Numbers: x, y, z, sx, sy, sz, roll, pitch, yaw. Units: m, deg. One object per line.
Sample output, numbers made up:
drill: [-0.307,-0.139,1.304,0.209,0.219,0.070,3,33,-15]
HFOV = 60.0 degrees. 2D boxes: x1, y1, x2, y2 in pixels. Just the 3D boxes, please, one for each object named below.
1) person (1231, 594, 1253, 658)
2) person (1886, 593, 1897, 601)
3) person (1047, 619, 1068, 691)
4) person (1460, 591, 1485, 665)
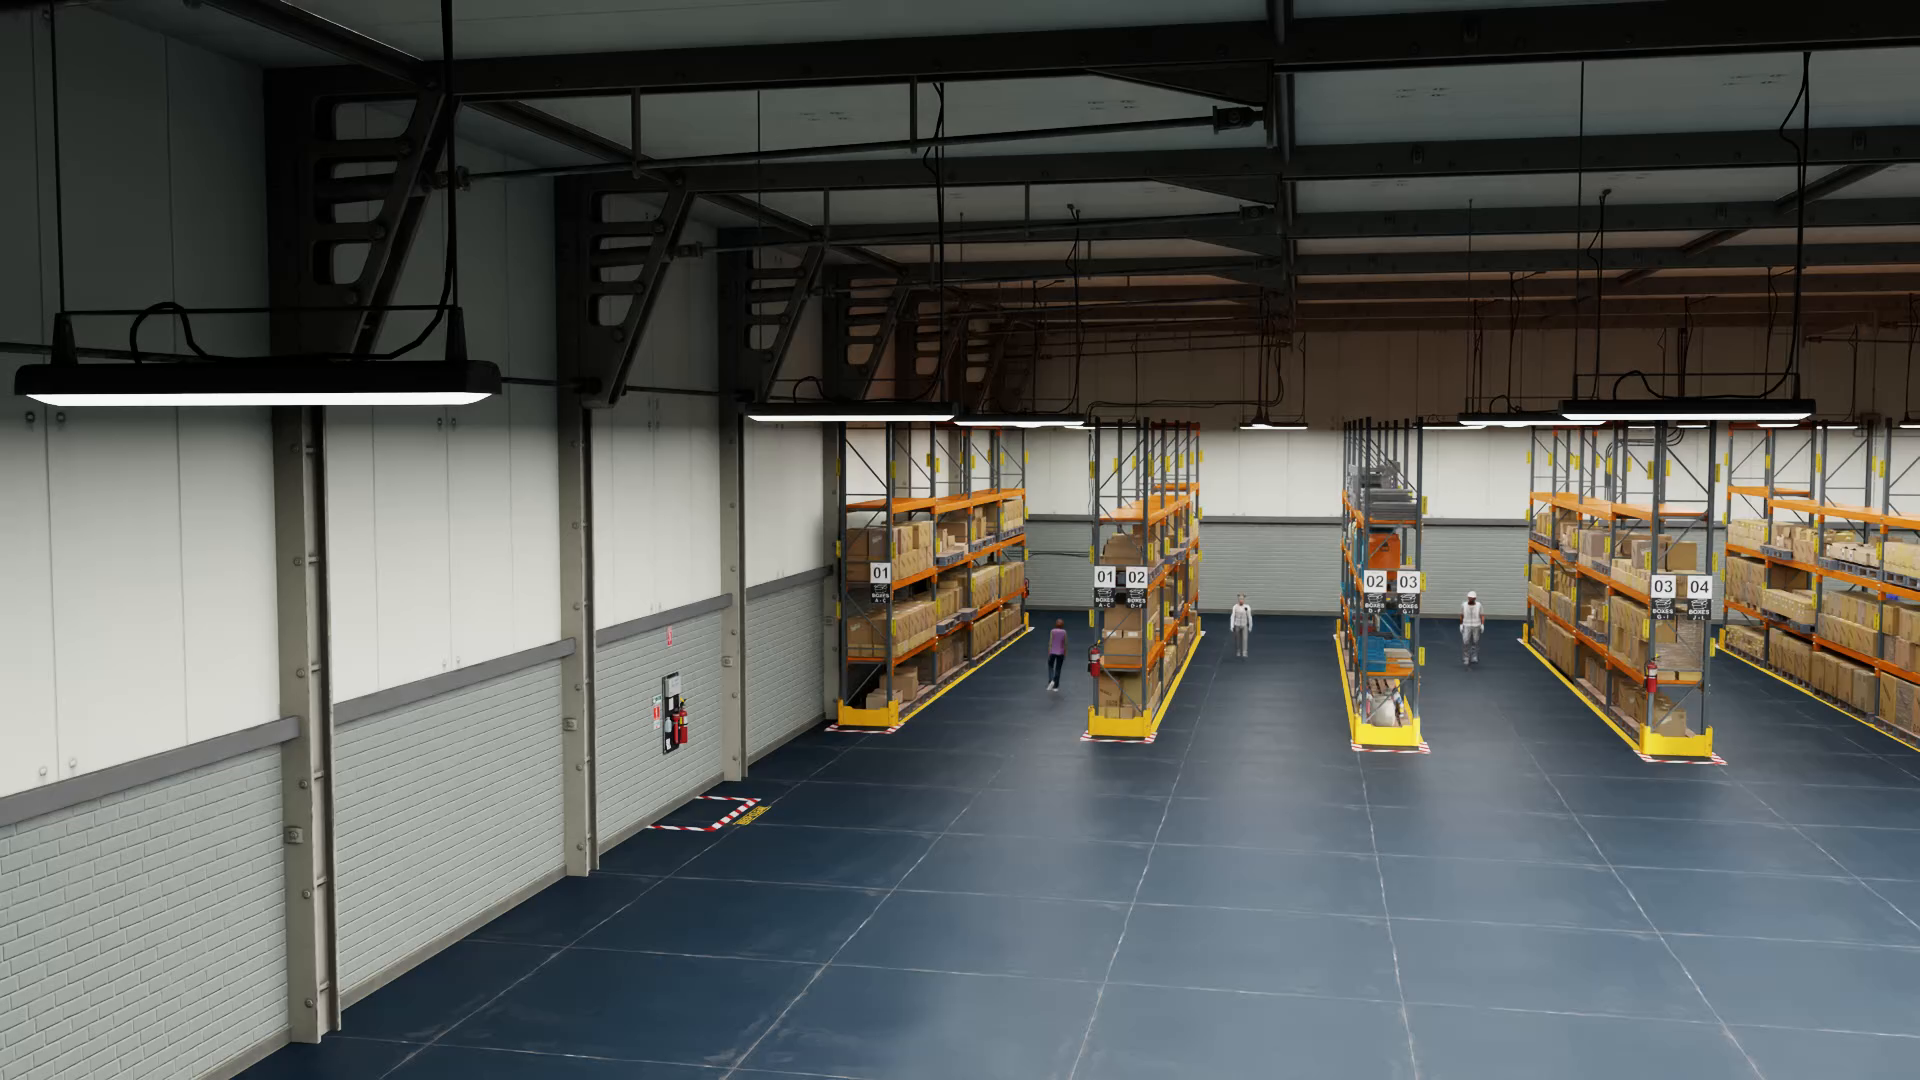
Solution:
person: [7.083,2.171,41.923,0.534,1.627,1.031,1,4,16]
person: [25.265,1.961,45.098,0.502,1.632,0.473,0,4,5]
person: [2.149,2.543,36.674,0.441,1.589,0.447,0,4,7]
person: [12.671,2.180,41.150,0.592,1.823,0.562,1,4,18]
